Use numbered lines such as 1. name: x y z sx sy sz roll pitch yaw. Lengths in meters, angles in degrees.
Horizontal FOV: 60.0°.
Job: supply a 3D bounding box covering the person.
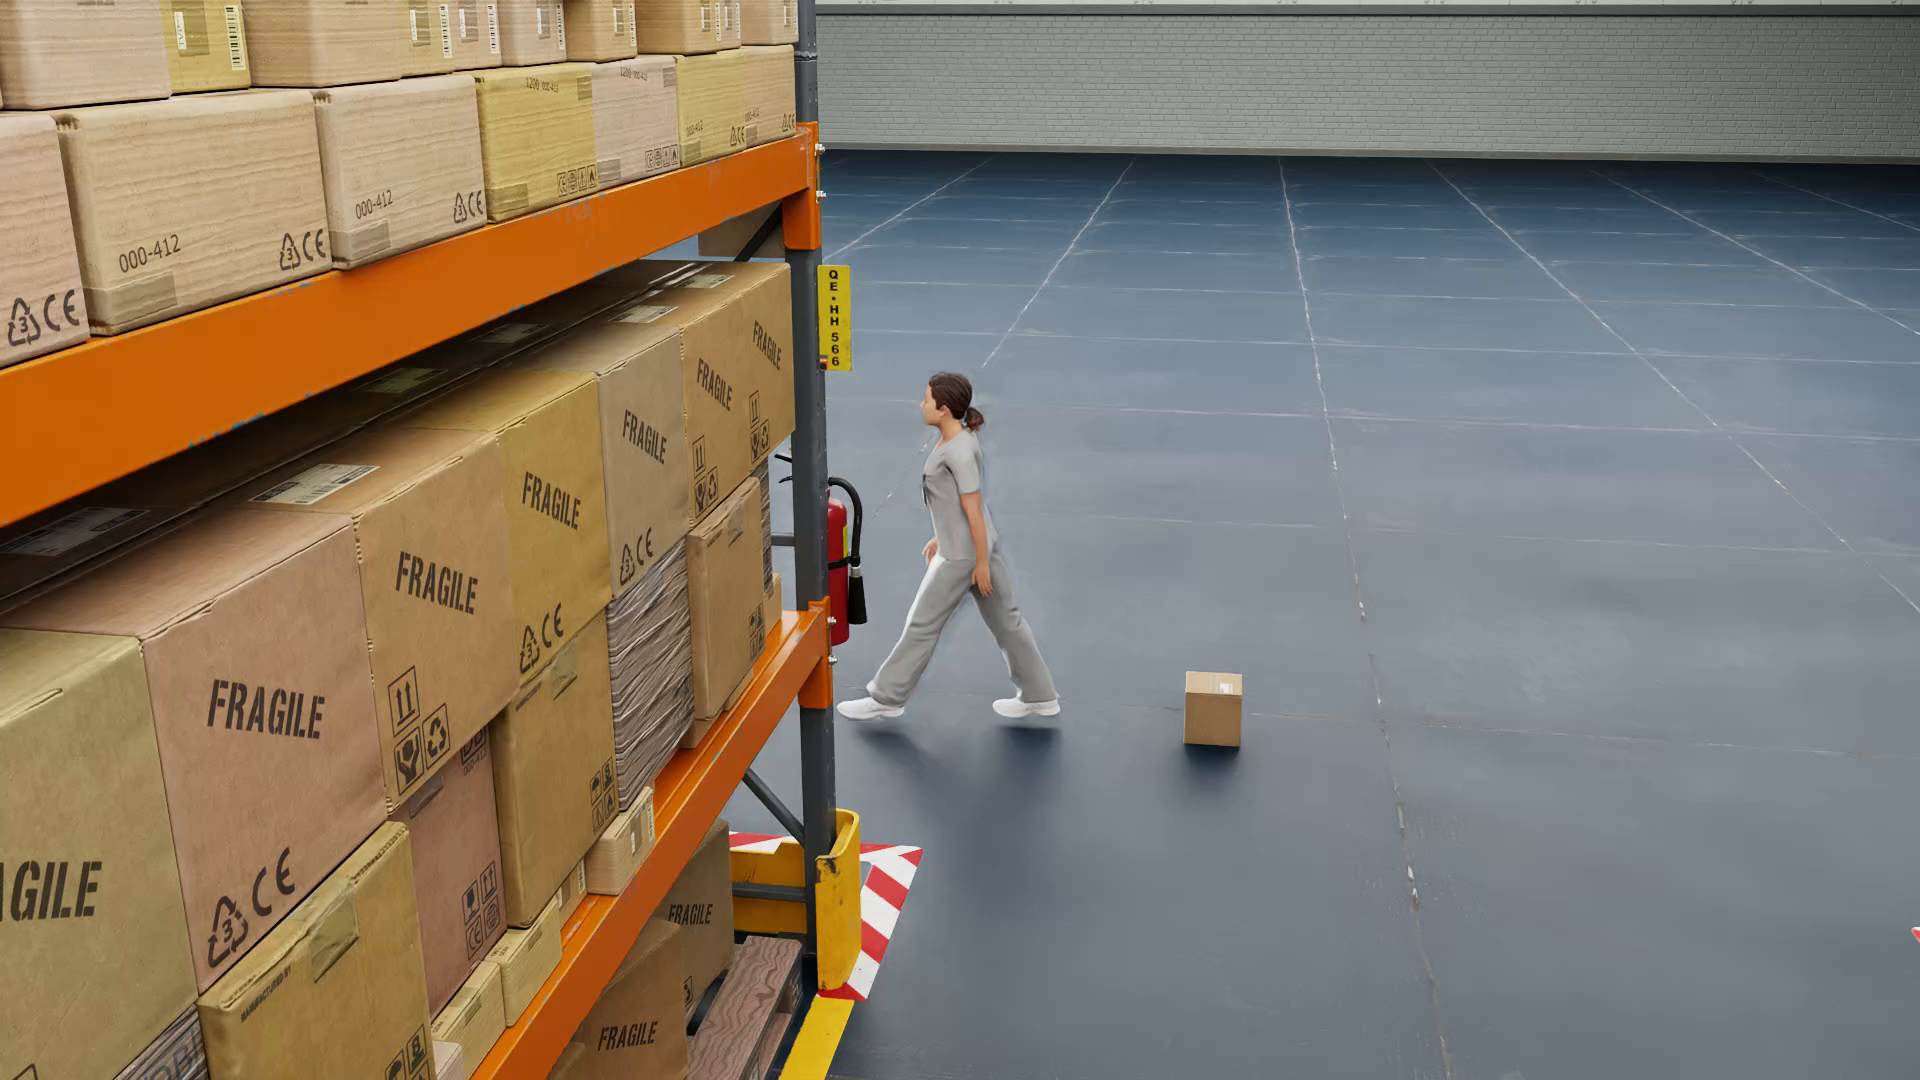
1. person: -0.041 0.032 7.448 1.011 1.598 0.469 2 18 7
